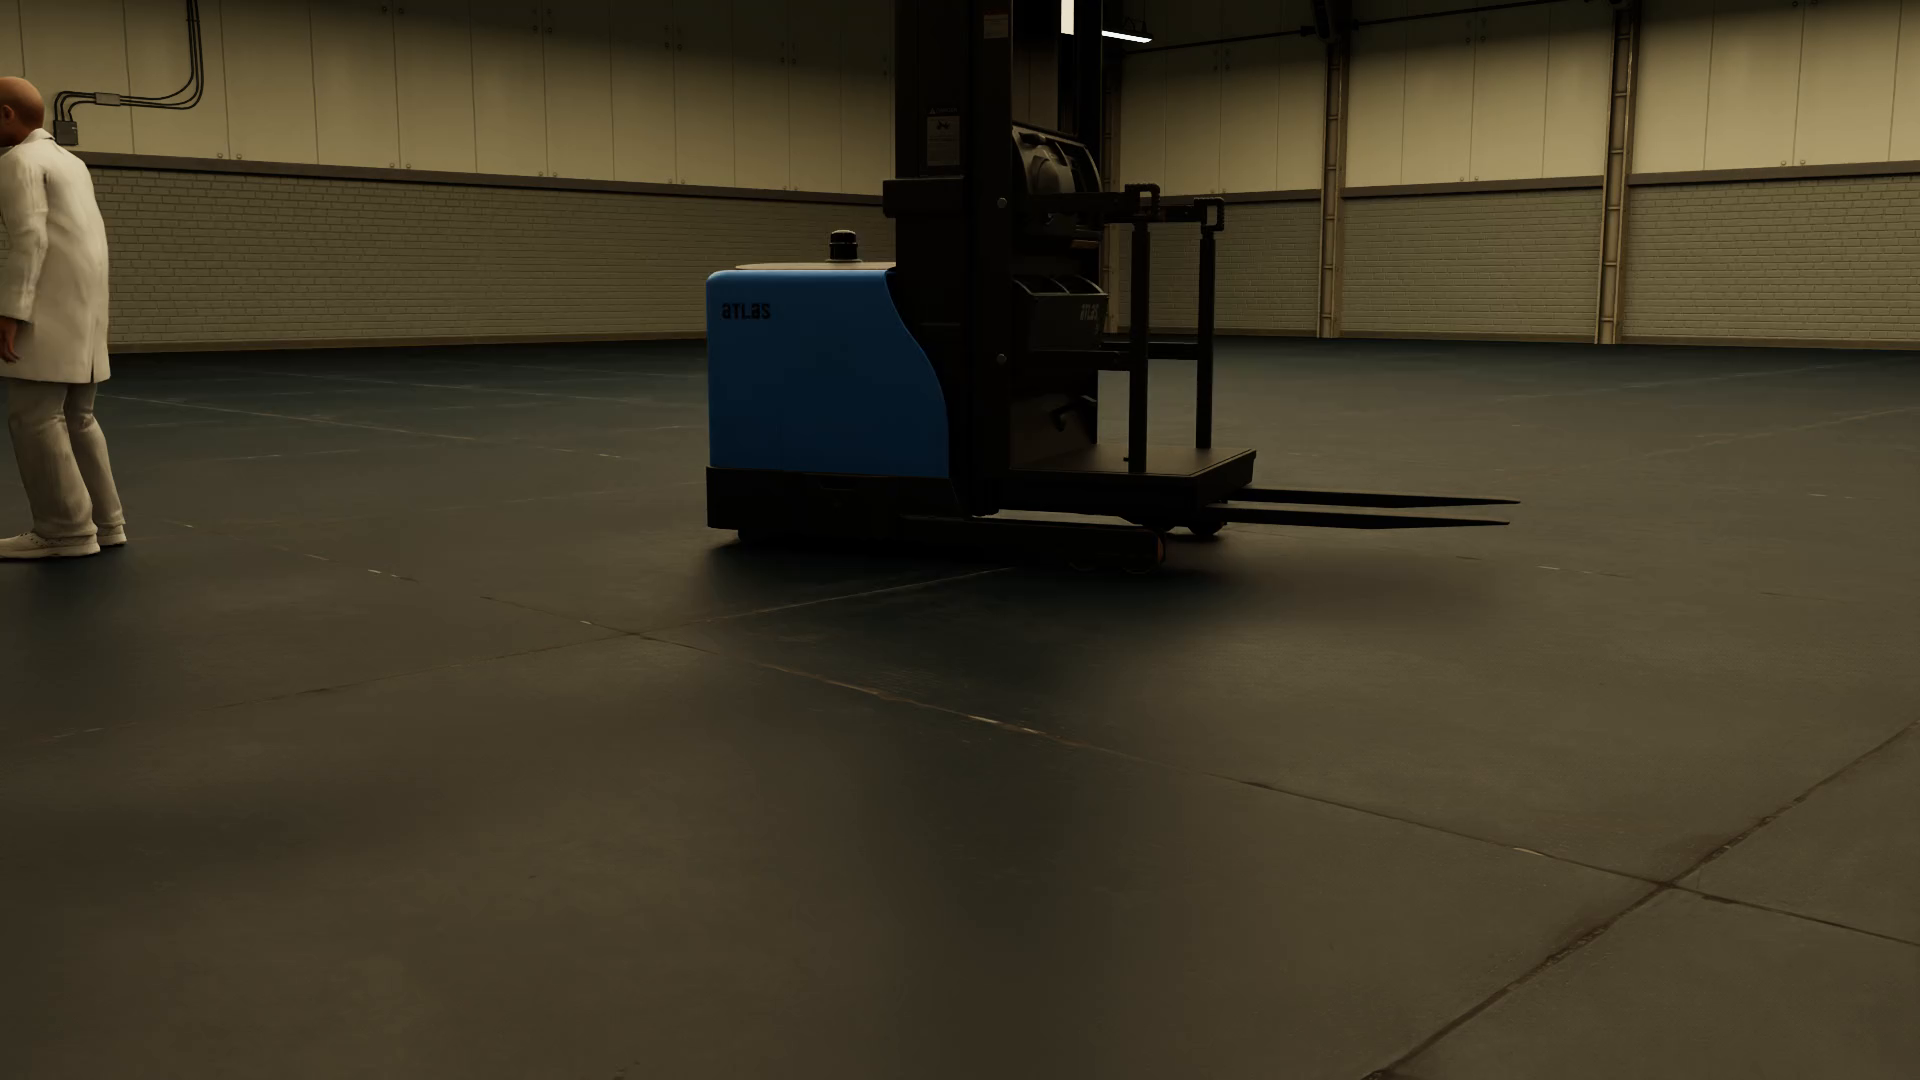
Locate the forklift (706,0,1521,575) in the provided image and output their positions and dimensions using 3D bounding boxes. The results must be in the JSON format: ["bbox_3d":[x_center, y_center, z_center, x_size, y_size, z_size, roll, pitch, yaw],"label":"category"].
[{"bbox_3d":[0.565,-1.416,6.275,3.031,2.935,1.130,3,9,22],"label":"forklift"}]

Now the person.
[{"bbox_3d":[-3.442,-0.830,6.273,0.423,1.774,0.655,-1,9,-5],"label":"person"}]
